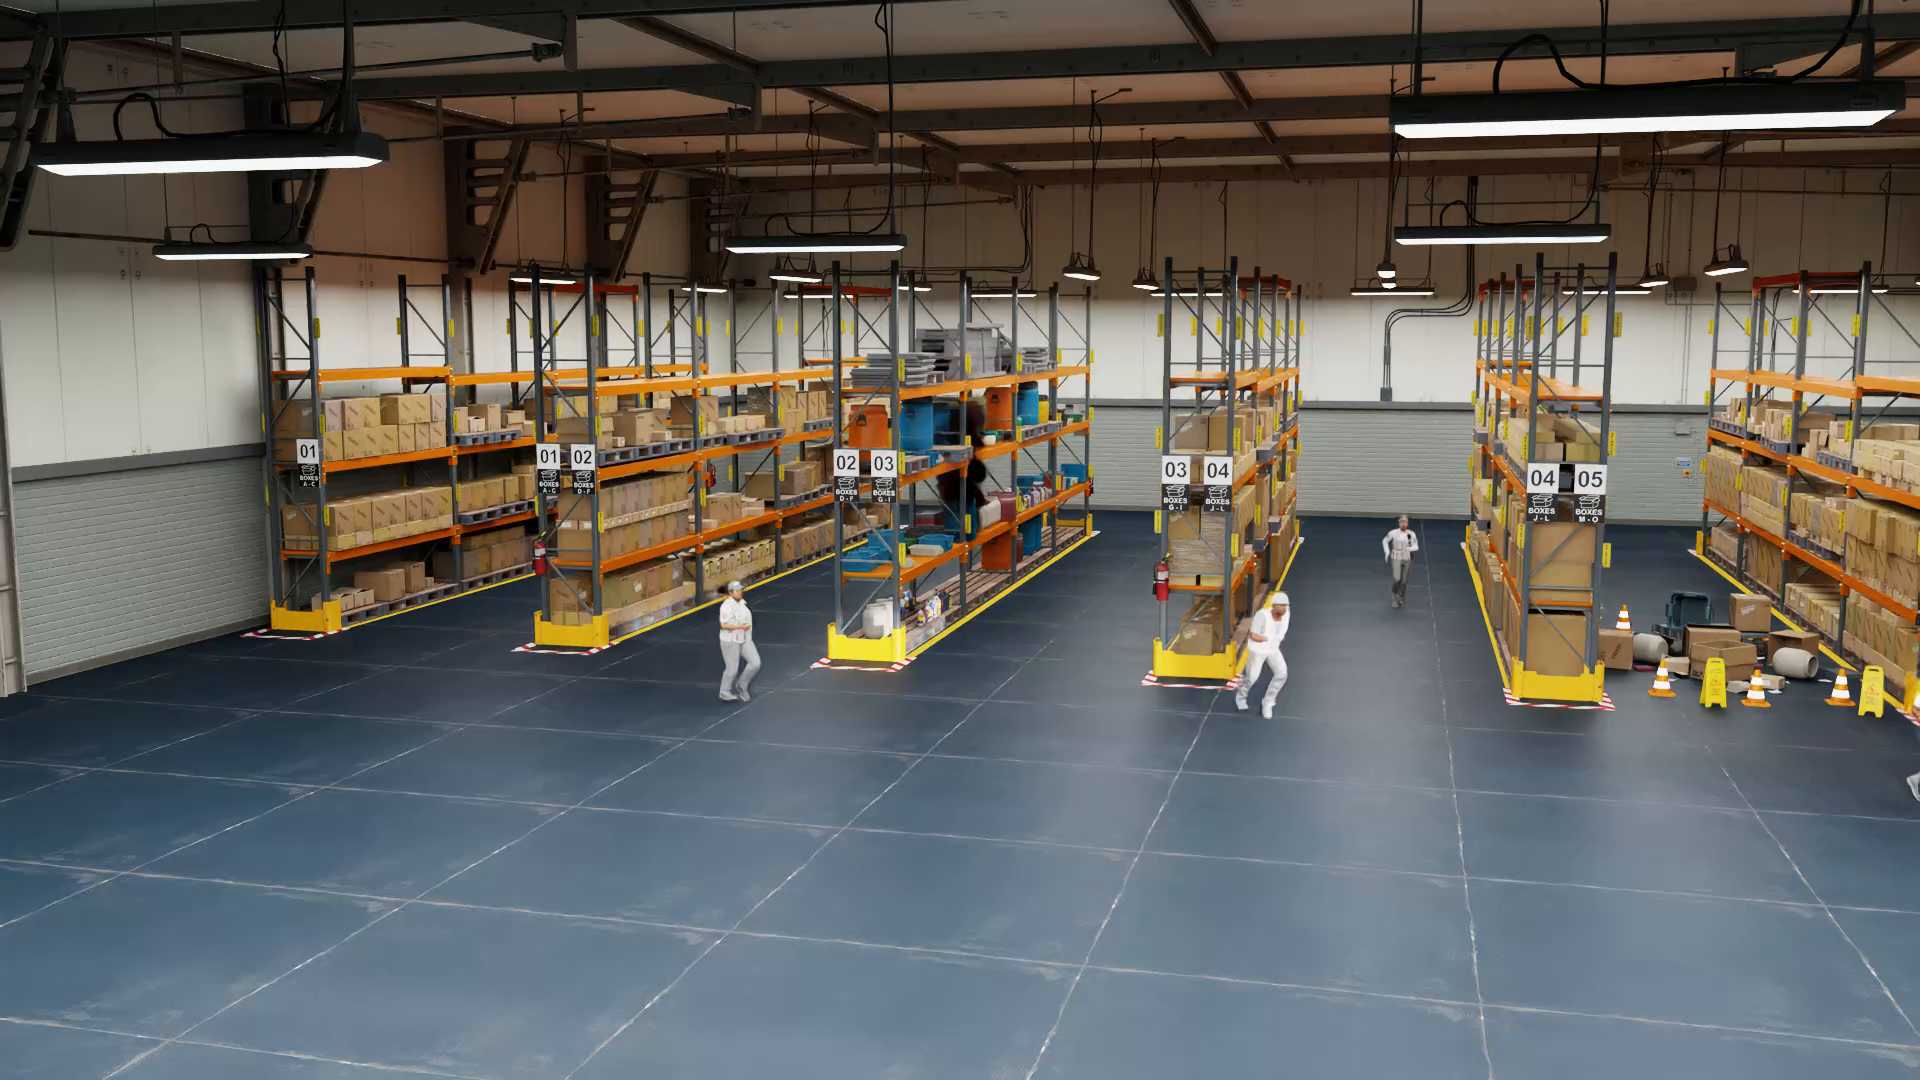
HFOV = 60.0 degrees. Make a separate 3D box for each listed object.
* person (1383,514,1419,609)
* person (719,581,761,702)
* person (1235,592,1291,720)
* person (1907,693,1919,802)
[{"bbox_3d":[7.914,0.392,29.836,0.580,1.710,0.694,1,7,4],"label":"person"},{"bbox_3d":[-2.956,1.372,22.288,0.658,1.660,0.571,6,9,39],"label":"person"},{"bbox_3d":[3.948,1.476,21.473,0.728,1.704,0.981,-4,8,-28],"label":"person"},{"bbox_3d":[10.053,2.015,17.148,0.586,1.682,0.654,-3,8,-25],"label":"person"}]
